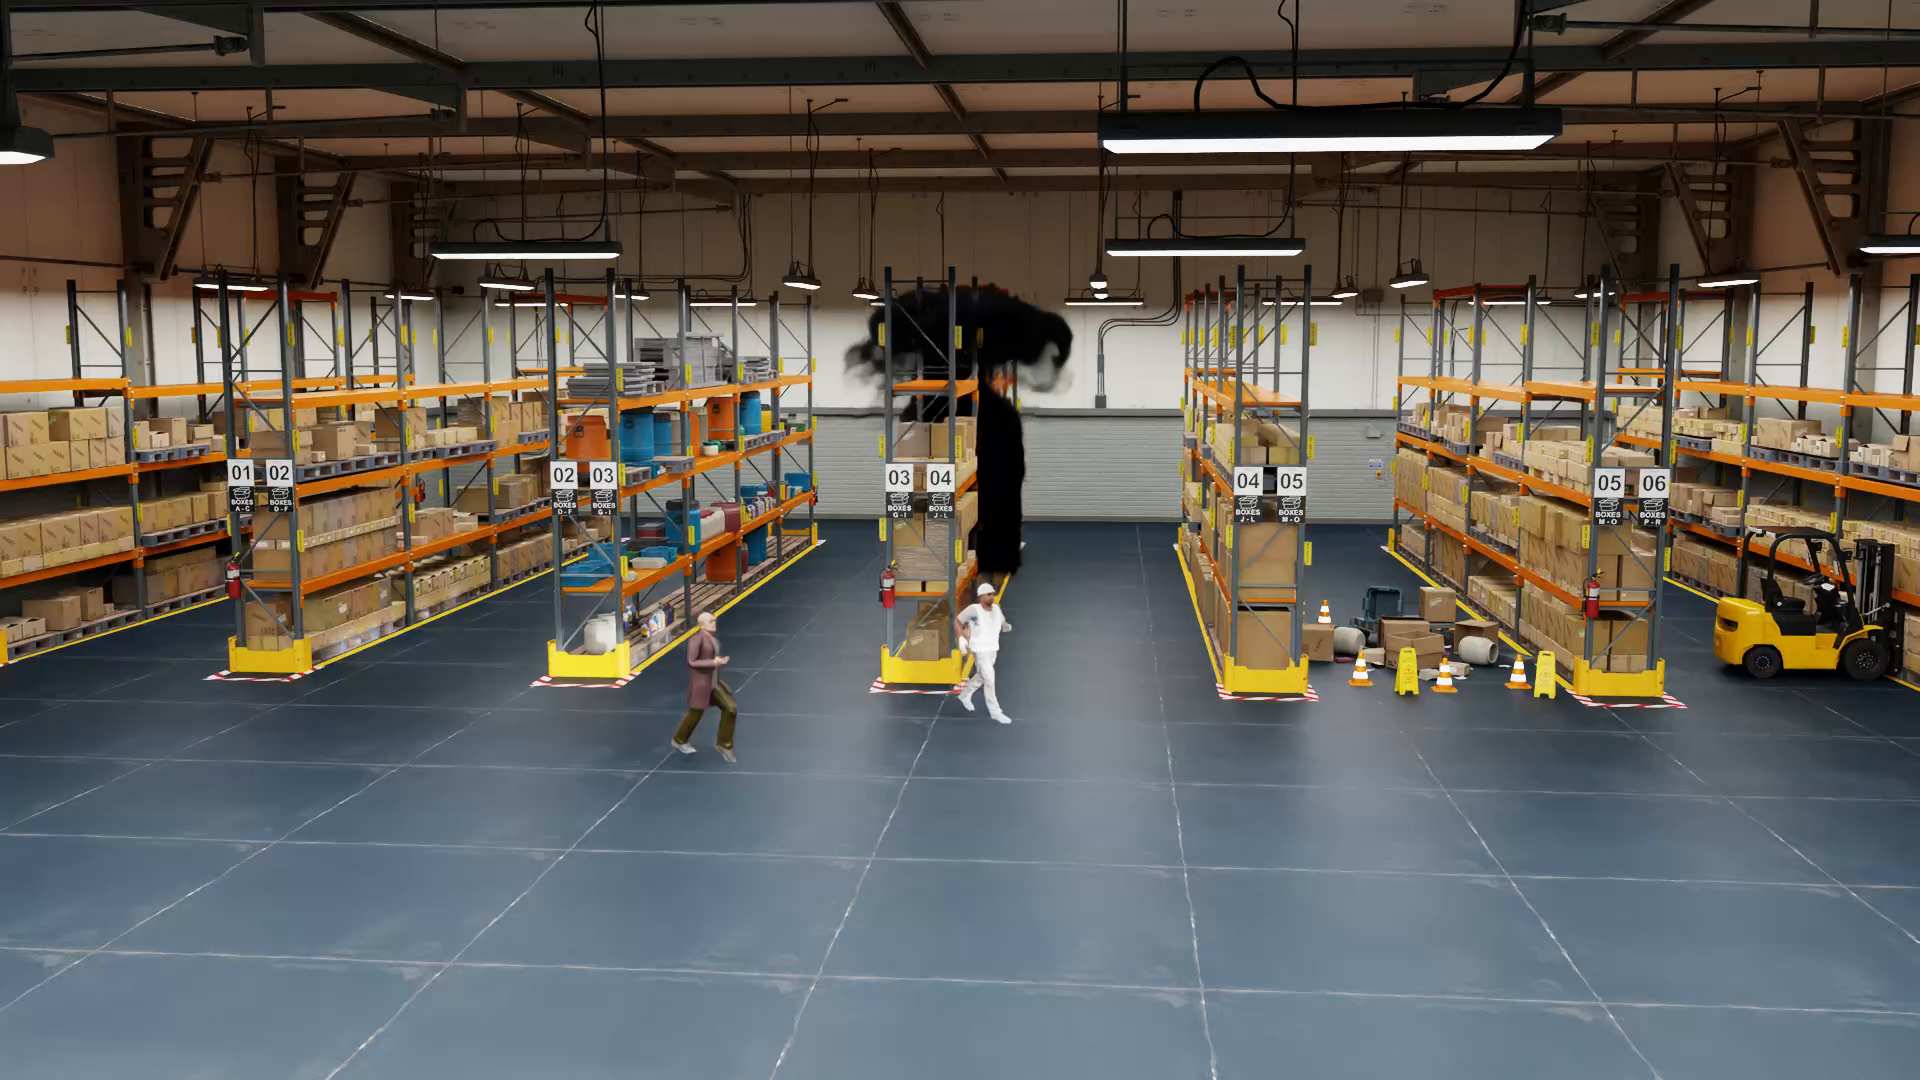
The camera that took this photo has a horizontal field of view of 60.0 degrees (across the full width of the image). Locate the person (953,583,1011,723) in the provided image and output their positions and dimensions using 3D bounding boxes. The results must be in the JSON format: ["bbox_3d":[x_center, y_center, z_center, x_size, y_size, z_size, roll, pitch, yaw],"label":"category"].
[{"bbox_3d":[0.310,1.445,21.766,0.992,1.782,0.679,6,9,43],"label":"person"}]

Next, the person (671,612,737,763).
[{"bbox_3d":[-3.079,1.759,19.678,0.903,1.840,0.679,4,8,30],"label":"person"}]

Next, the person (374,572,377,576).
[{"bbox_3d":[-11.599,0.241,32.478,0.555,1.654,0.550,1,7,11],"label":"person"}]
